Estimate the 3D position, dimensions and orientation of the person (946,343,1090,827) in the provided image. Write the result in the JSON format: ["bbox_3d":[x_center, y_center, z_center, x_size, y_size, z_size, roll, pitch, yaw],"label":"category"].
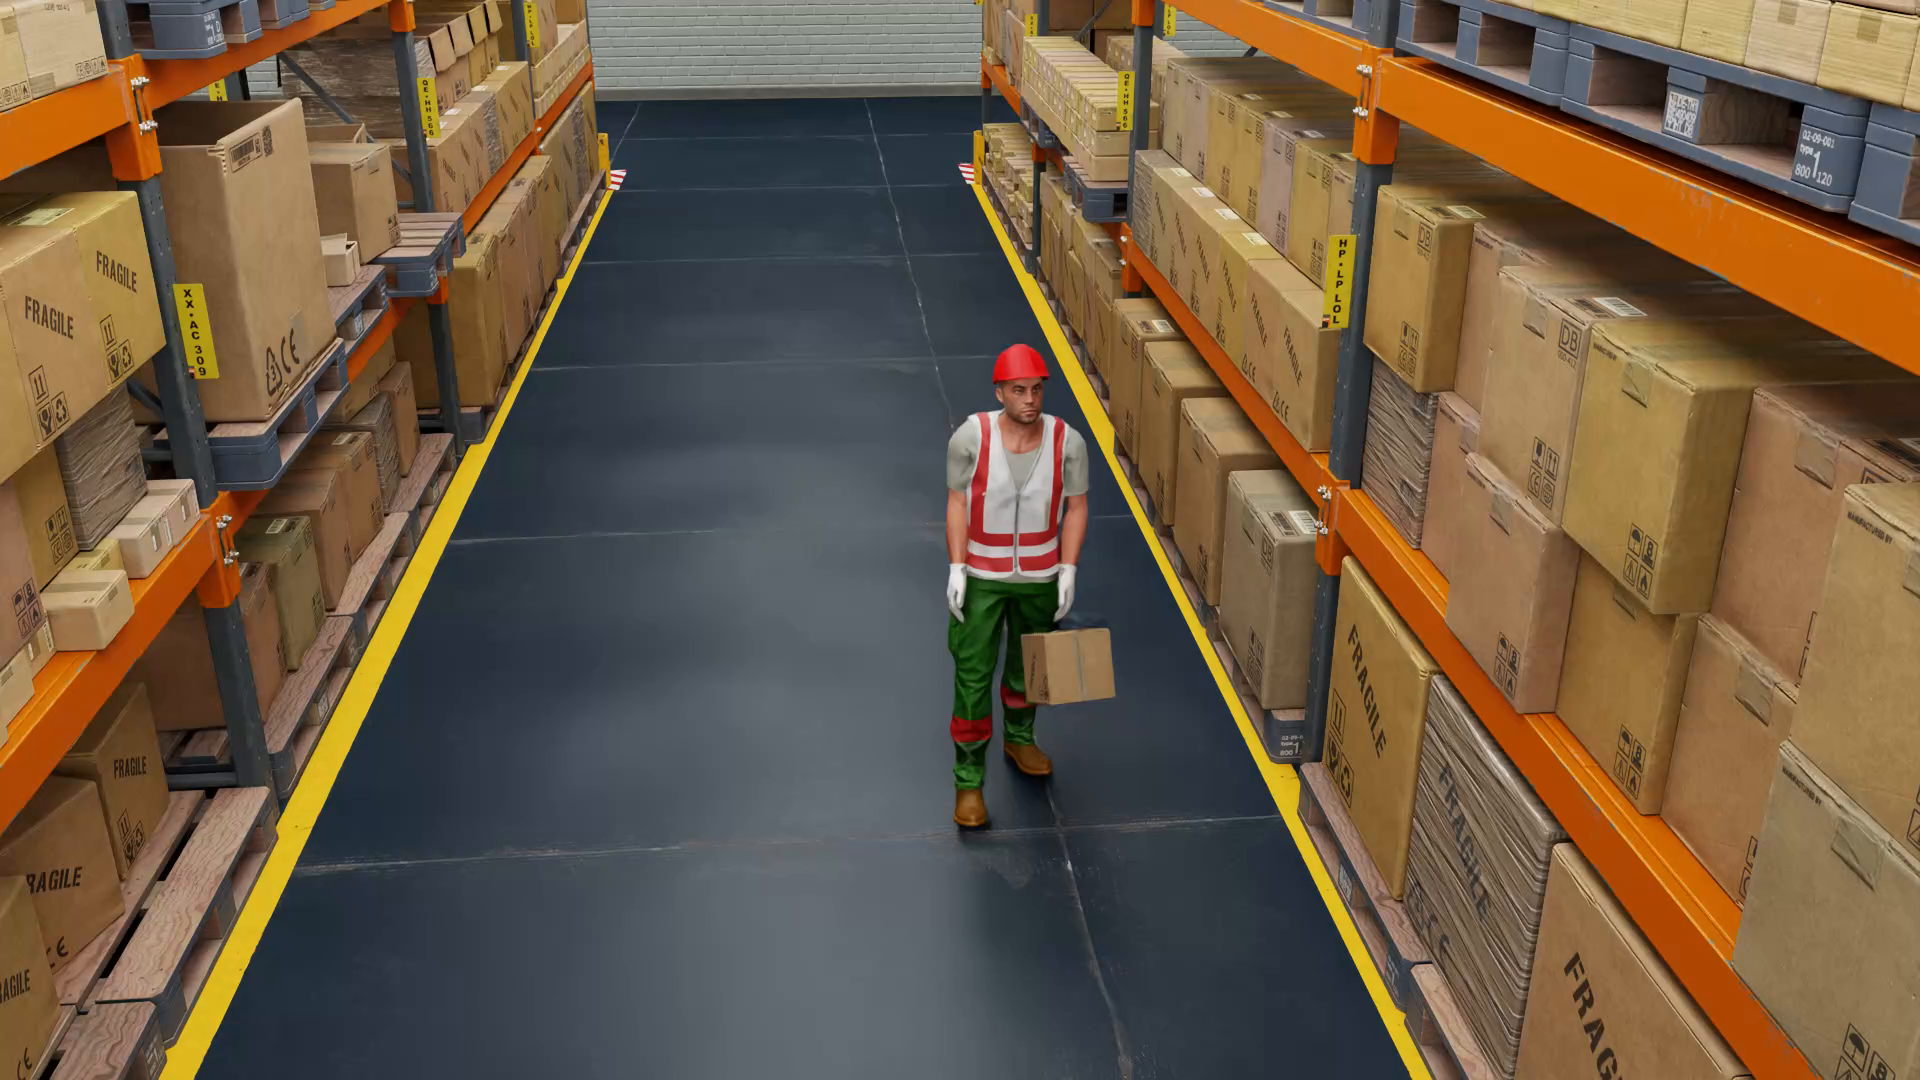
[{"bbox_3d":[0.217,0.162,6.176,0.567,1.784,0.675,-4,24,-8],"label":"person"}]
